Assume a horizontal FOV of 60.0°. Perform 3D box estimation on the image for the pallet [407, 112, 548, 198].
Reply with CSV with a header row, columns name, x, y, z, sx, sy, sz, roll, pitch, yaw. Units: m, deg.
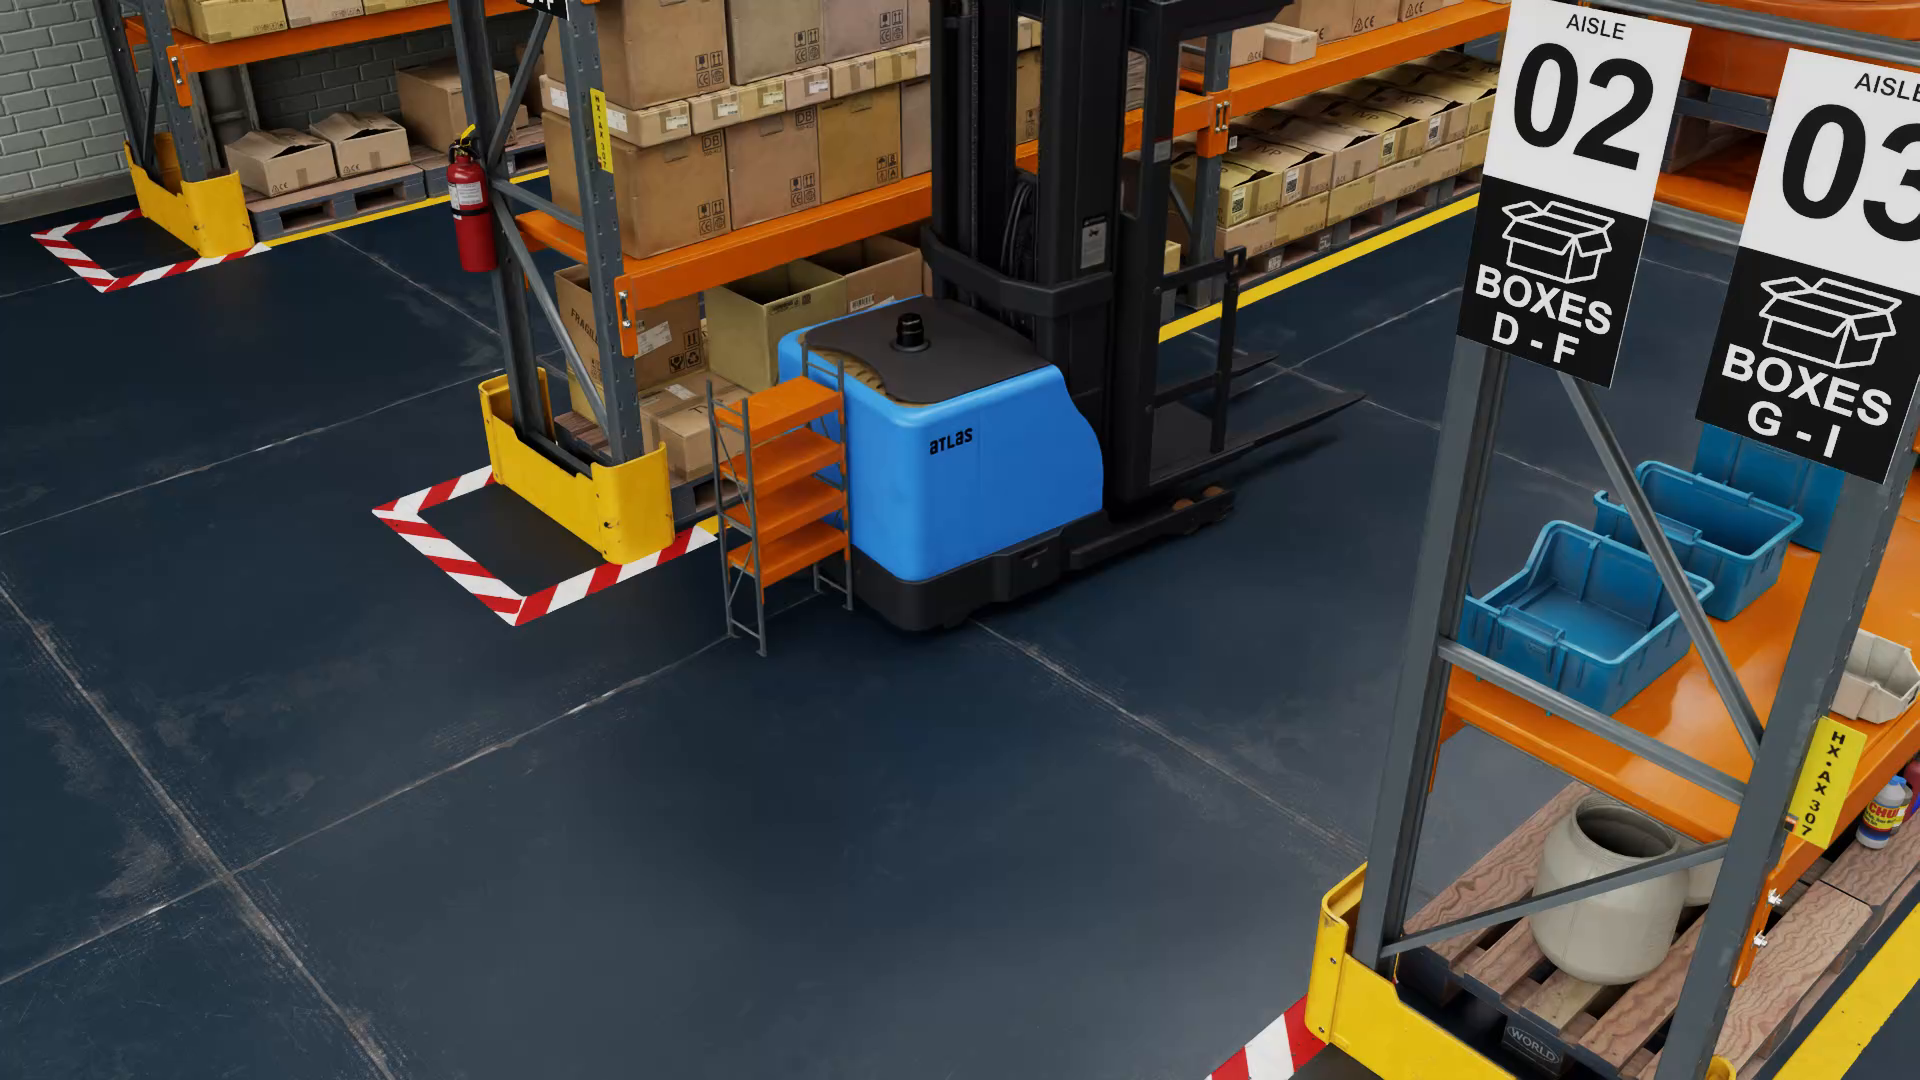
name,x,y,z,sx,sy,sz,roll,pitch,yaw
pallet,-3.605,-2.882,12.260,1.213,0.211,1.003,-26,40,-35

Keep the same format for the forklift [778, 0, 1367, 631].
name,x,y,z,sx,sy,sz,roll,pitch,yaw
forklift,0.685,-1.477,7.355,3.031,2.935,1.130,-21,37,-31

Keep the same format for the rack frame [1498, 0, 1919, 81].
name,x,y,z,sx,sy,sz,roll,pitch,yaw
rack frame,1.561,-2.109,2.573,0.127,3.000,1.000,-26,40,-35

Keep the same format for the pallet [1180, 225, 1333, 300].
name,x,y,z,sx,sy,sz,roll,pitch,yaw
pallet,1.643,-1.951,10.738,1.213,0.211,1.003,-26,40,-35

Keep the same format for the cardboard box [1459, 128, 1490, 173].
name,x,y,z,sx,sy,sz,roll,pitch,yaw
cardboard box,3.467,-2.825,11.728,0.500,0.250,0.500,-26,40,-36

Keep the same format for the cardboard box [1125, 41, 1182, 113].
name,x,y,z,sx,sy,sz,roll,pitch,yaw
cardboard box,0.808,-2.747,9.272,0.500,0.500,0.700,-27,41,-37

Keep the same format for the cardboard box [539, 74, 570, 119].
name,x,y,z,sx,sy,sz,roll,pitch,yaw
cardboard box,-1.653,-1.973,7.384,0.250,0.149,0.380,-27,40,-36

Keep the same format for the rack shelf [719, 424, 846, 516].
name,x,y,z,sx,sy,sz,roll,pitch,yaw
rack shelf,-0.728,-0.291,6.777,0.258,0.148,0.480,27,41,37

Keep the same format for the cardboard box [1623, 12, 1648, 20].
name,x,y,z,sx,sy,sz,roll,pitch,yaw
cardboard box,5.342,-3.820,13.097,0.500,0.500,0.500,-26,40,-36

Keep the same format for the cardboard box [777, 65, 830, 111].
name,x,y,z,sx,sy,sz,roll,pitch,yaw
cardboard box,-0.808,-2.093,7.580,0.250,0.149,0.380,-27,40,-36

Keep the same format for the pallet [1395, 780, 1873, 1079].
name,x,y,z,sx,sy,sz,roll,pitch,yaw
pallet,2.184,1.309,5.407,1.213,0.211,1.003,-26,40,-35

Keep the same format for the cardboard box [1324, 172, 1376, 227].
name,x,y,z,sx,sy,sz,roll,pitch,yaw
cardboard box,2.347,-2.284,10.844,0.500,0.250,0.500,-27,41,-37

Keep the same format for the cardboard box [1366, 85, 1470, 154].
name,x,y,z,sx,sy,sz,roll,pitch,yaw
cardboard box,3.097,-2.884,11.286,0.500,0.311,0.500,-26,40,-36

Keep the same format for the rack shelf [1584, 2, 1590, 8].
name,x,y,z,sx,sy,sz,roll,pitch,yaw
rack shelf,5.529,-4.686,13.227,4.000,0.370,1.077,-26,40,-35

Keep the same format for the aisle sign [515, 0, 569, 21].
name,x,y,z,sx,sy,sz,roll,pitch,yaw
aisle sign,-1.644,-2.414,6.331,0.004,0.787,0.394,-26,40,-35

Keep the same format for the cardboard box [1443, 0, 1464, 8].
name,x,y,z,sx,sy,sz,roll,pitch,yaw
cardboard box,3.166,-3.702,11.170,0.250,0.149,0.380,-23,38,-32

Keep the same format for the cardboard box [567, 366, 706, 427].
name,x,y,z,sx,sy,sz,roll,pitch,yaw
cardboard box,-1.612,-0.755,8.342,0.500,0.250,0.500,-26,40,-35

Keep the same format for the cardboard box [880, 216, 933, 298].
name,x,y,z,sx,sy,sz,roll,pitch,yaw
cardboard box,-0.158,-1.408,8.691,0.500,0.500,0.500,-26,40,-35

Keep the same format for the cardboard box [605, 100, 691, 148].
name,x,y,z,sx,sy,sz,roll,pitch,yaw
cardboard box,-1.370,-1.822,7.136,0.250,0.149,0.380,-26,40,-36

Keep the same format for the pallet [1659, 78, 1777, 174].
name,x,y,z,sx,sy,sz,roll,pitch,yaw
pallet,2.234,-1.005,3.823,1.213,0.211,1.003,-26,40,-35

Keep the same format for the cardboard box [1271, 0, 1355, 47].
name,x,y,z,sx,sy,sz,roll,pitch,yaw
cardboard box,2.090,-3.360,10.274,0.500,0.500,0.500,-23,38,-32

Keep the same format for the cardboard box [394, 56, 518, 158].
name,x,y,z,sx,sy,sz,roll,pitch,yaw
cardboard box,-3.616,-3.115,11.943,0.700,0.500,0.500,26,40,36

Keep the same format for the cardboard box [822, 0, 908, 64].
name,x,y,z,sx,sy,sz,roll,pitch,yaw
cardboard box,-0.663,-2.589,7.769,0.500,0.500,0.700,-26,40,-35

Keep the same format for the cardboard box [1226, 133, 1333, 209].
name,x,y,z,sx,sy,sz,roll,pitch,yaw
cardboard box,1.972,-2.337,10.391,0.500,0.311,0.500,-26,40,-36

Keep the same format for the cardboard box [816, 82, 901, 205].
name,x,y,z,sx,sy,sz,roll,pitch,yaw
cardboard box,-0.703,-2.011,8.067,0.500,0.500,0.700,-26,40,-35

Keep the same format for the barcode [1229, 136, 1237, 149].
name,x,y,z,sx,sy,sz,roll,pitch,yaw
barcode,1.599,-2.326,9.733,0.075,0.075,0.001,-26,40,-35

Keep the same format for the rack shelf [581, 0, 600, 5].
name,x,y,z,sx,sy,sz,roll,pitch,yaw
rack shelf,-0.337,-3.128,7.804,4.000,0.370,1.077,-26,40,-35

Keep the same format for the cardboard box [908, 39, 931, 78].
name,x,y,z,sx,sy,sz,roll,pitch,yaw
cardboard box,-0.242,-2.367,8.027,0.250,0.149,0.380,-25,40,-35

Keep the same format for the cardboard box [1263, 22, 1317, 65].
name,x,y,z,sx,sy,sz,roll,pitch,yaw
cardboard box,1.918,-2.993,10.011,0.250,0.149,0.380,-26,40,-35

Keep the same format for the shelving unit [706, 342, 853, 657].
name,x,y,z,sx,sy,sz,roll,pitch,yaw
shelving unit,-0.728,-0.158,6.858,0.258,1.200,0.503,27,41,37

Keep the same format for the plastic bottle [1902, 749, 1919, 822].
name,x,y,z,sx,sy,sz,roll,pitch,yaw
plastic bottle,3.281,0.825,5.708,0.133,0.283,0.061,-25,39,-35

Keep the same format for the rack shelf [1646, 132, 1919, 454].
name,x,y,z,sx,sy,sz,roll,pitch,yaw
rack shelf,3.028,-1.232,4.703,4.000,0.370,1.077,-26,40,-35

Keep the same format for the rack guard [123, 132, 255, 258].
name,x,y,z,sx,sy,sz,roll,pitch,yaw
rack guard,-5.119,-2.300,11.032,0.348,0.500,1.175,-26,40,-35

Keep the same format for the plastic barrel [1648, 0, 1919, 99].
name,x,y,z,sx,sy,sz,roll,pitch,yaw
plastic barrel,1.831,-1.412,3.495,0.708,0.830,0.600,-26,40,-35

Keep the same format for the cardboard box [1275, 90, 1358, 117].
name,x,y,z,sx,sy,sz,roll,pitch,yaw
cardboard box,2.347,-2.903,11.318,0.500,0.311,0.500,-26,40,-36

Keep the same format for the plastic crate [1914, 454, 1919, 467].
name,x,y,z,sx,sy,sz,roll,pitch,yaw
plastic crate,3.307,-0.504,5.902,0.662,0.188,0.450,-26,40,-35

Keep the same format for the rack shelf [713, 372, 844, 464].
name,x,y,z,sx,sy,sz,roll,pitch,yaw
rack shelf,-0.728,-0.493,6.653,0.258,0.148,0.480,27,41,37

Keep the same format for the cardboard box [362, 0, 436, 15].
name,x,y,z,sx,sy,sz,roll,pitch,yaw
cardboard box,-3.852,-3.703,11.056,0.500,0.250,0.500,-27,40,-36

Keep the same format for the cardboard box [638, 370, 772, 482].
name,x,y,z,sx,sy,sz,roll,pitch,yaw
cardboard box,-1.259,-0.557,8.018,0.500,0.250,0.500,-26,40,-35

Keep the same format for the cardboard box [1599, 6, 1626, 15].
name,x,y,z,sx,sy,sz,roll,pitch,yaw
cardboard box,4.968,-4.009,13.406,0.500,0.500,0.500,-27,41,-37

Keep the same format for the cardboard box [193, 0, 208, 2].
name,x,y,z,sx,sy,sz,roll,pitch,yaw
cardboard box,-4.620,-3.658,10.263,0.500,0.500,0.500,-26,40,-35

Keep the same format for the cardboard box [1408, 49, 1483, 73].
name,x,y,z,sx,sy,sz,roll,pitch,yaw
cardboard box,3.479,-3.455,12.221,0.500,0.311,0.500,-24,39,-34

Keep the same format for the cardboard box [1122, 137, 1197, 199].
name,x,y,z,sx,sy,sz,roll,pitch,yaw
cardboard box,1.231,-2.363,10.435,0.500,0.311,0.500,-26,40,-35

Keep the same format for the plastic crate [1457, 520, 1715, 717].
name,x,y,z,sx,sy,sz,roll,pitch,yaw
plastic crate,1.725,0.222,4.654,0.616,0.251,0.499,-26,40,-35

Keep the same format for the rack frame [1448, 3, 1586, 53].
name,x,y,z,sx,sy,sz,roll,pitch,yaw
rack frame,4.062,-4.283,11.879,0.127,3.000,1.000,-26,40,-35
